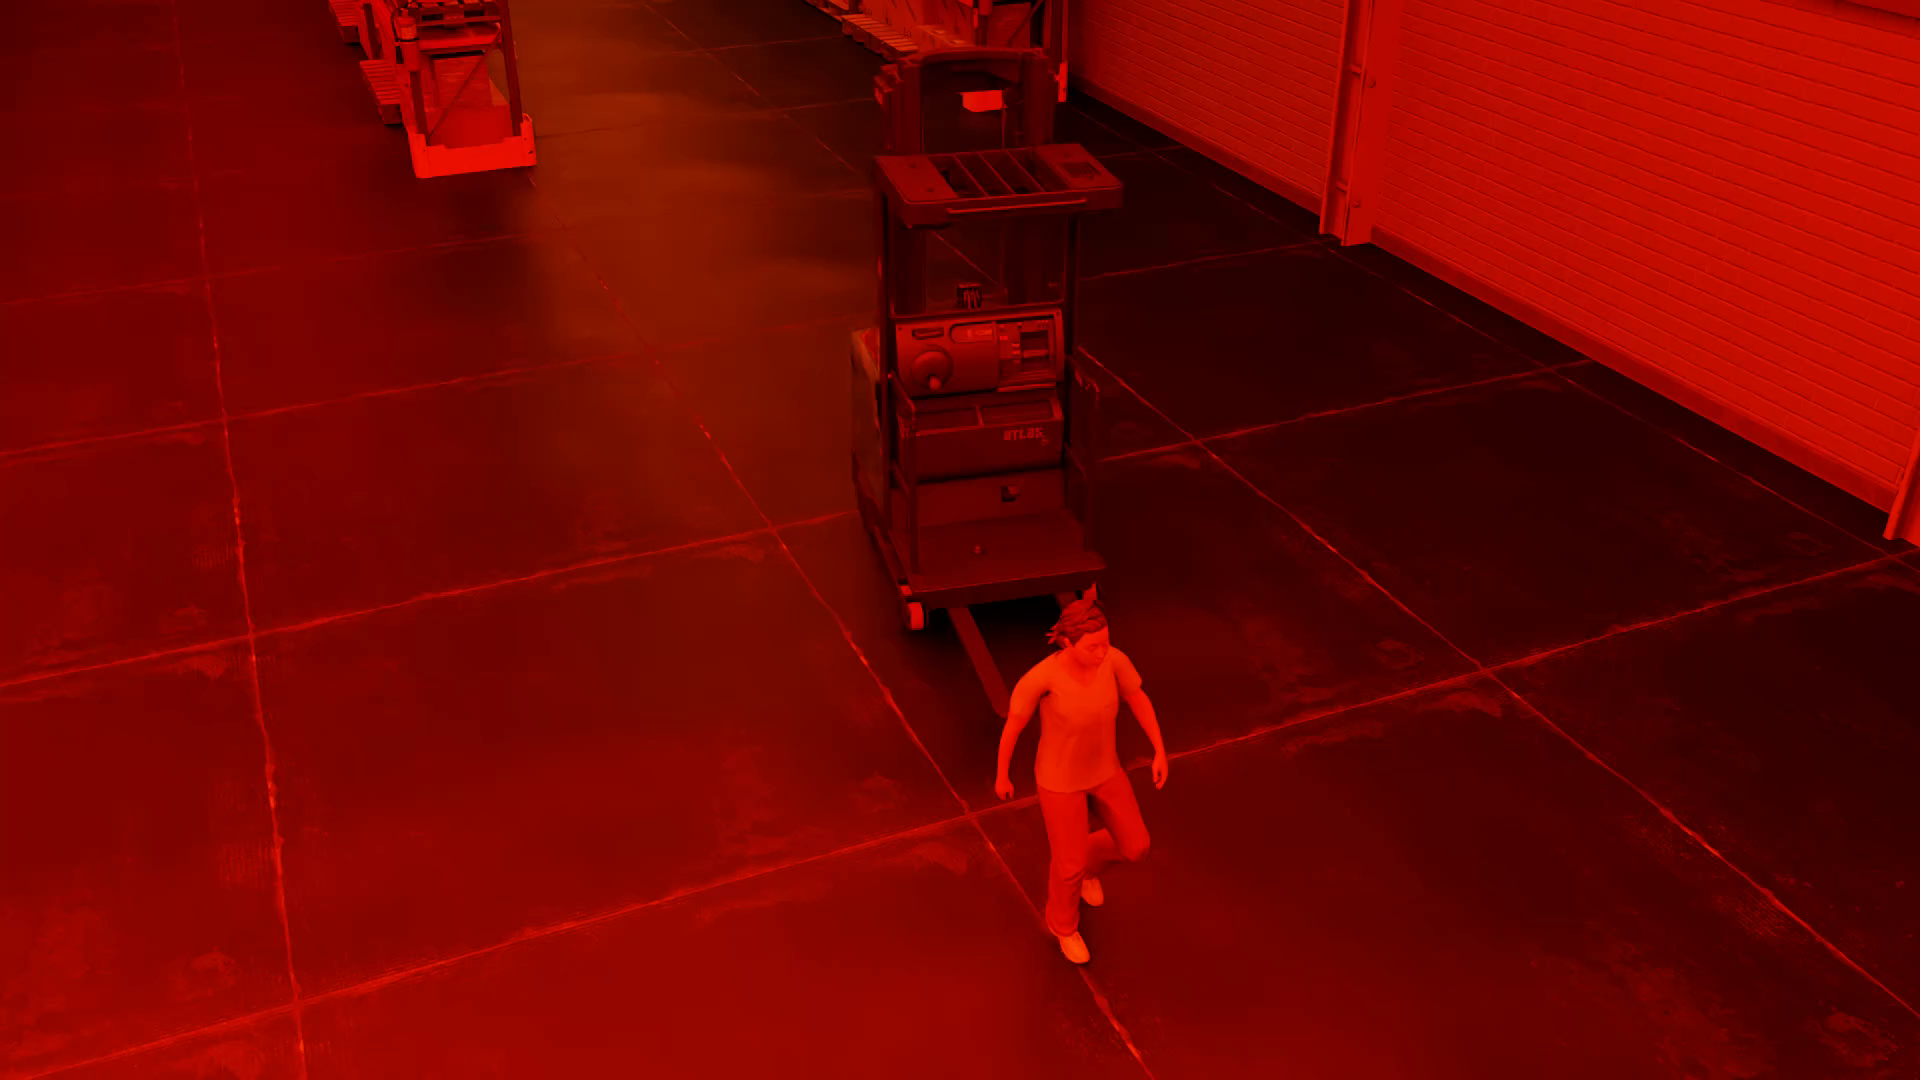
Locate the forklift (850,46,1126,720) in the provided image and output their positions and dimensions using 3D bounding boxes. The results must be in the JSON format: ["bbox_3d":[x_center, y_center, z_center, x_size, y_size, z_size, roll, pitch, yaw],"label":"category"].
[{"bbox_3d":[0.165,-0.977,8.828,1.130,2.935,3.031,-7,31,-12],"label":"forklift"}]

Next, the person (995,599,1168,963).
[{"bbox_3d":[0.483,0.948,6.751,0.652,1.656,0.490,-15,33,-24],"label":"person"}]
